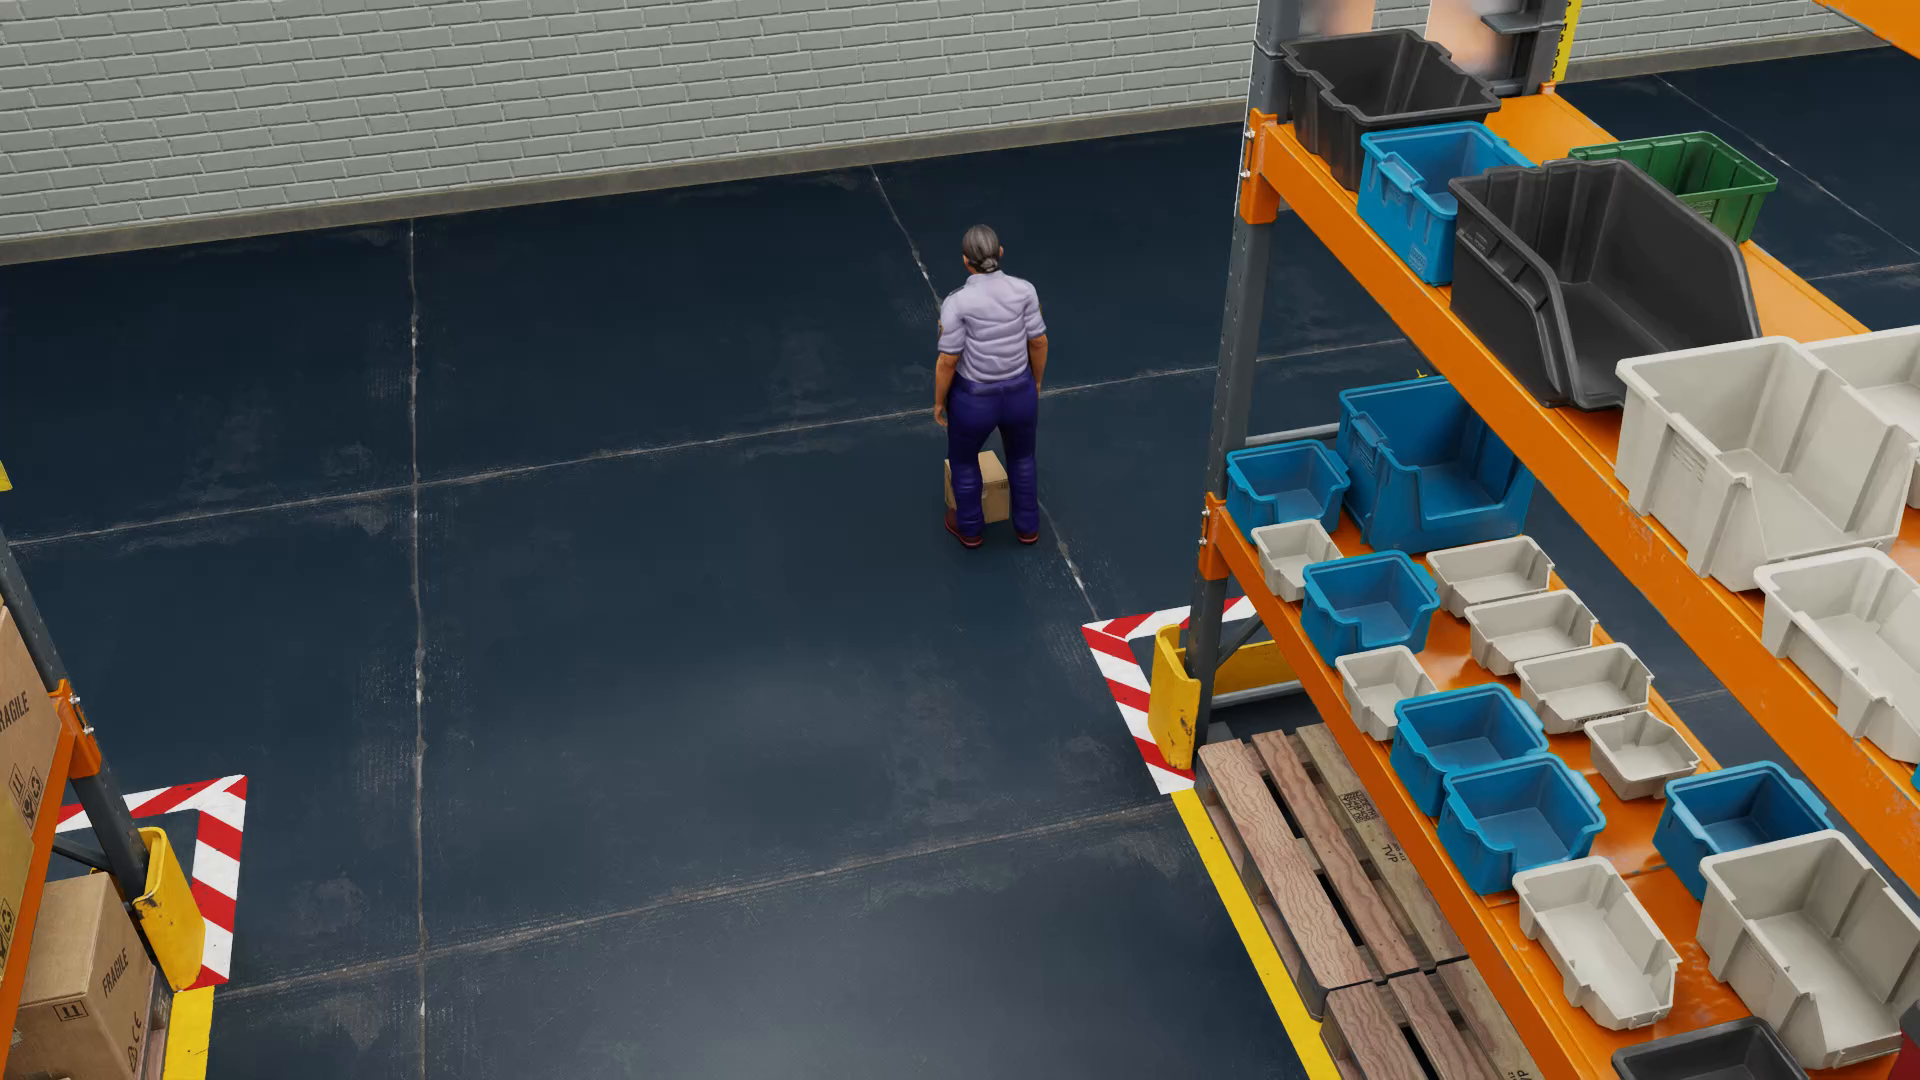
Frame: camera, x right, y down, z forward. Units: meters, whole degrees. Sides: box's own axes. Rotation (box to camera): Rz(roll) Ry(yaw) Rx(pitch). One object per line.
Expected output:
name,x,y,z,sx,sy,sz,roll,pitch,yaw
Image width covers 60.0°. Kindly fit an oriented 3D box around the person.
person,0.139,-0.671,7.566,0.562,1.651,0.427,-12,40,-15
